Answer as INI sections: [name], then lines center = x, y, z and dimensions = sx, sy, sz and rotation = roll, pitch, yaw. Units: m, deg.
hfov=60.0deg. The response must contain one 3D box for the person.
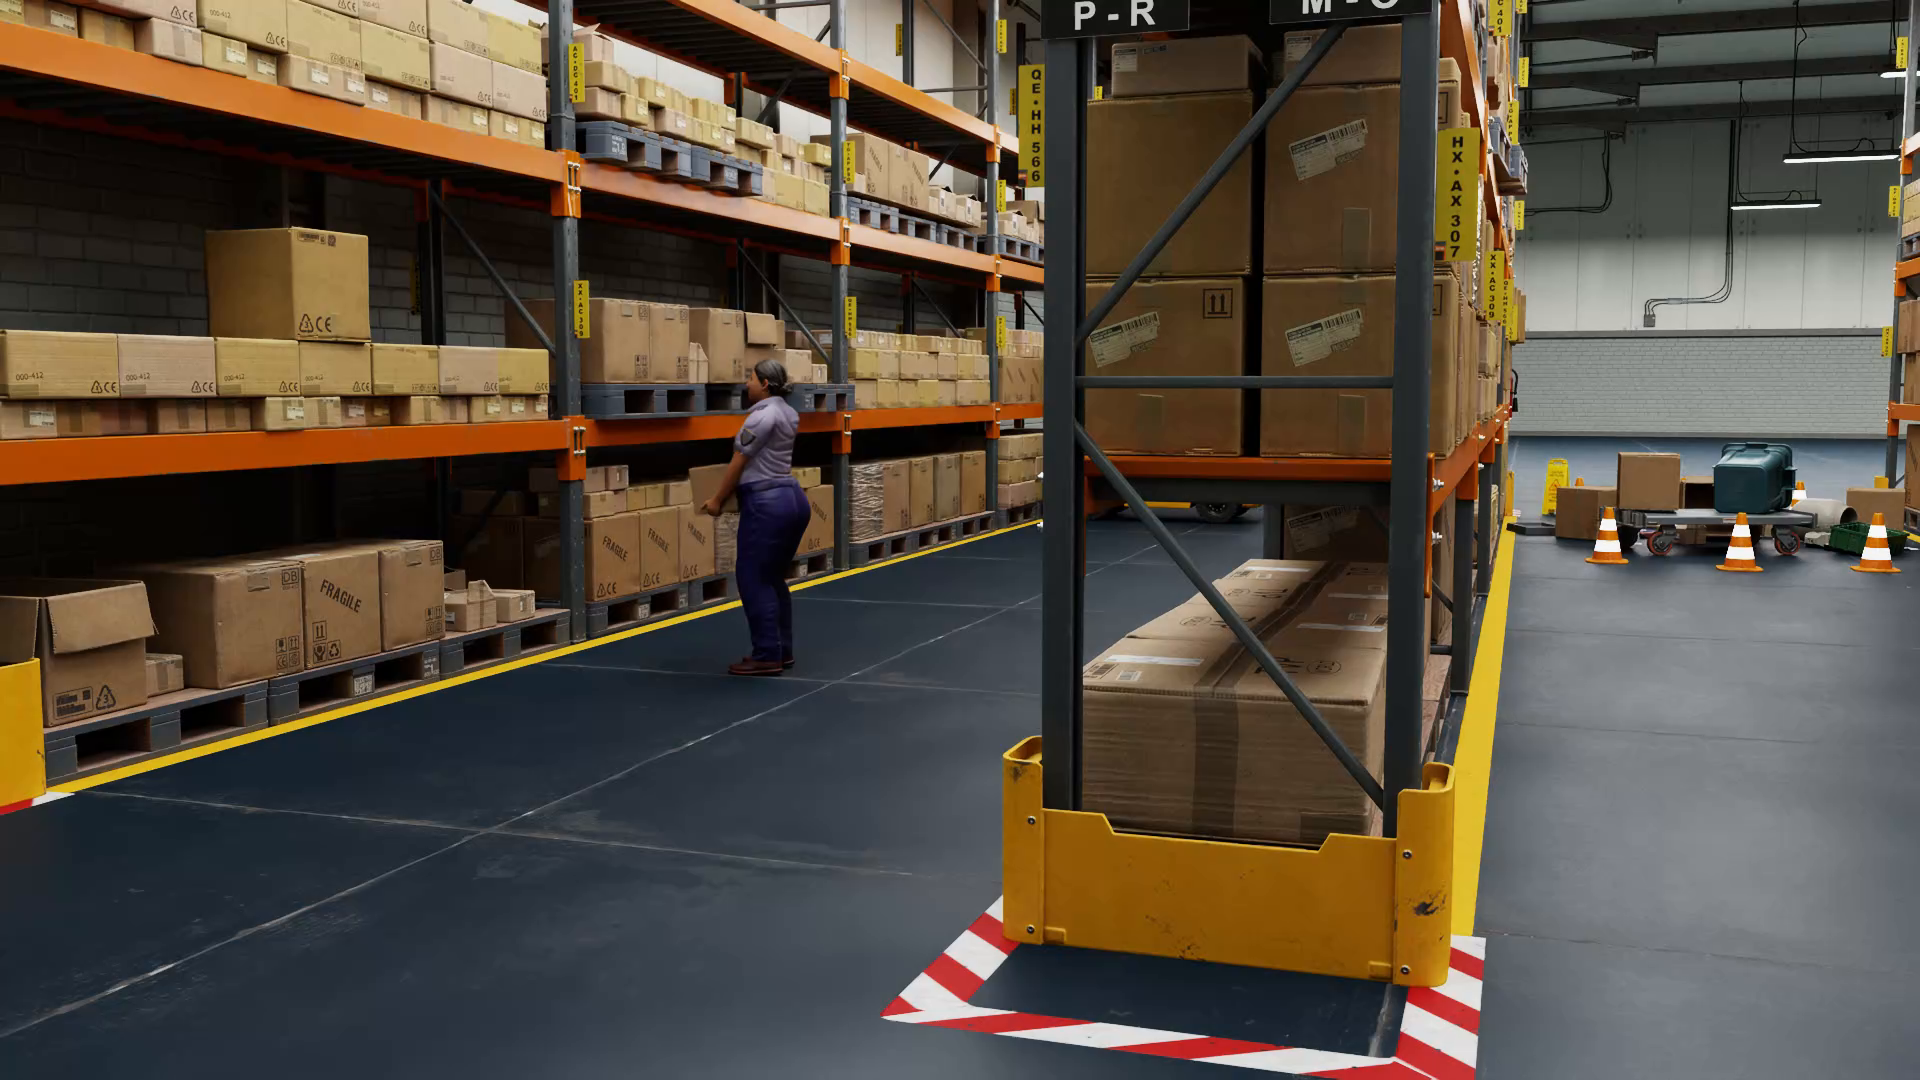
[person]
center = -1.072, -0.126, 8.733
dimensions = 0.524, 1.647, 0.434
rotation = 2, 6, 18
